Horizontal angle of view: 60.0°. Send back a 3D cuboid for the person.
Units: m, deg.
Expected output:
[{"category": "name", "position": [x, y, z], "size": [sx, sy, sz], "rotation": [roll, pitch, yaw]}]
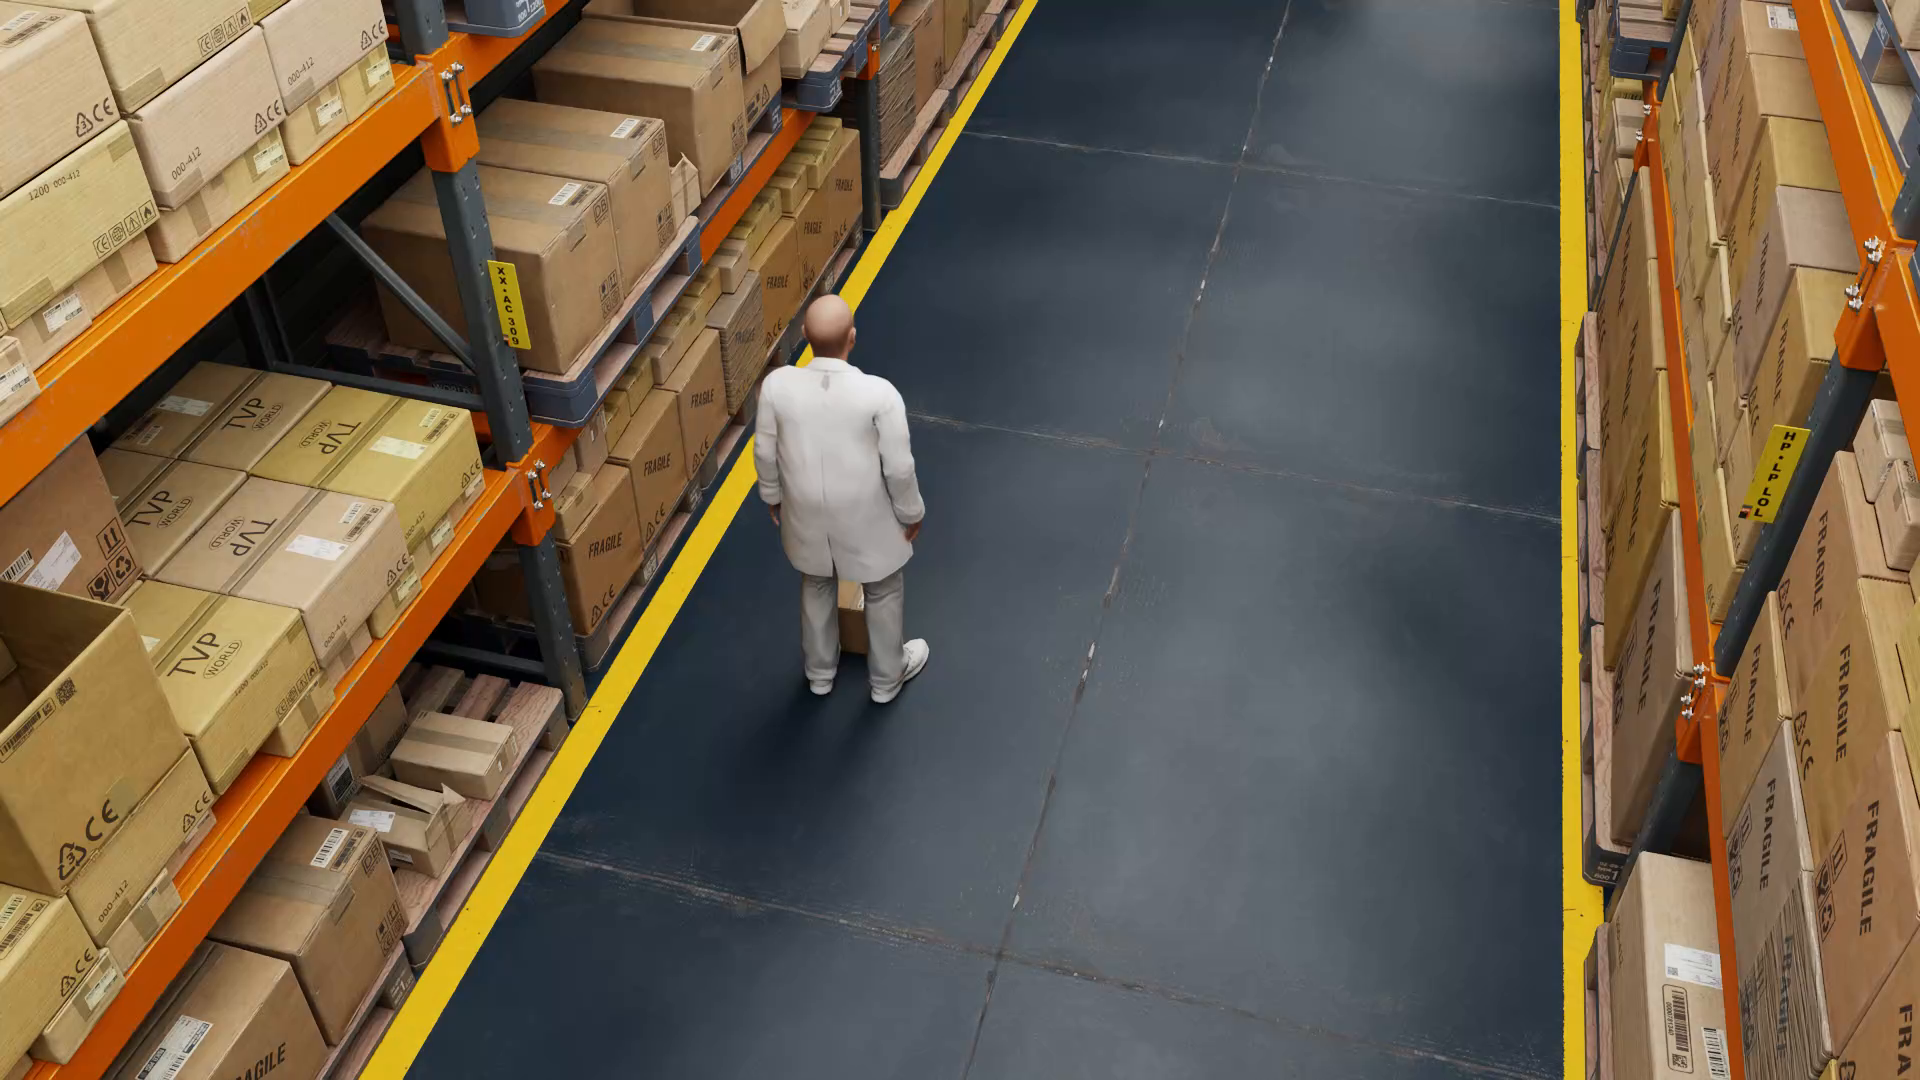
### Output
[{"category": "person", "position": [-0.450, -0.124, 6.315], "size": [0.648, 1.774, 0.421], "rotation": [9, 41, 10]}]
